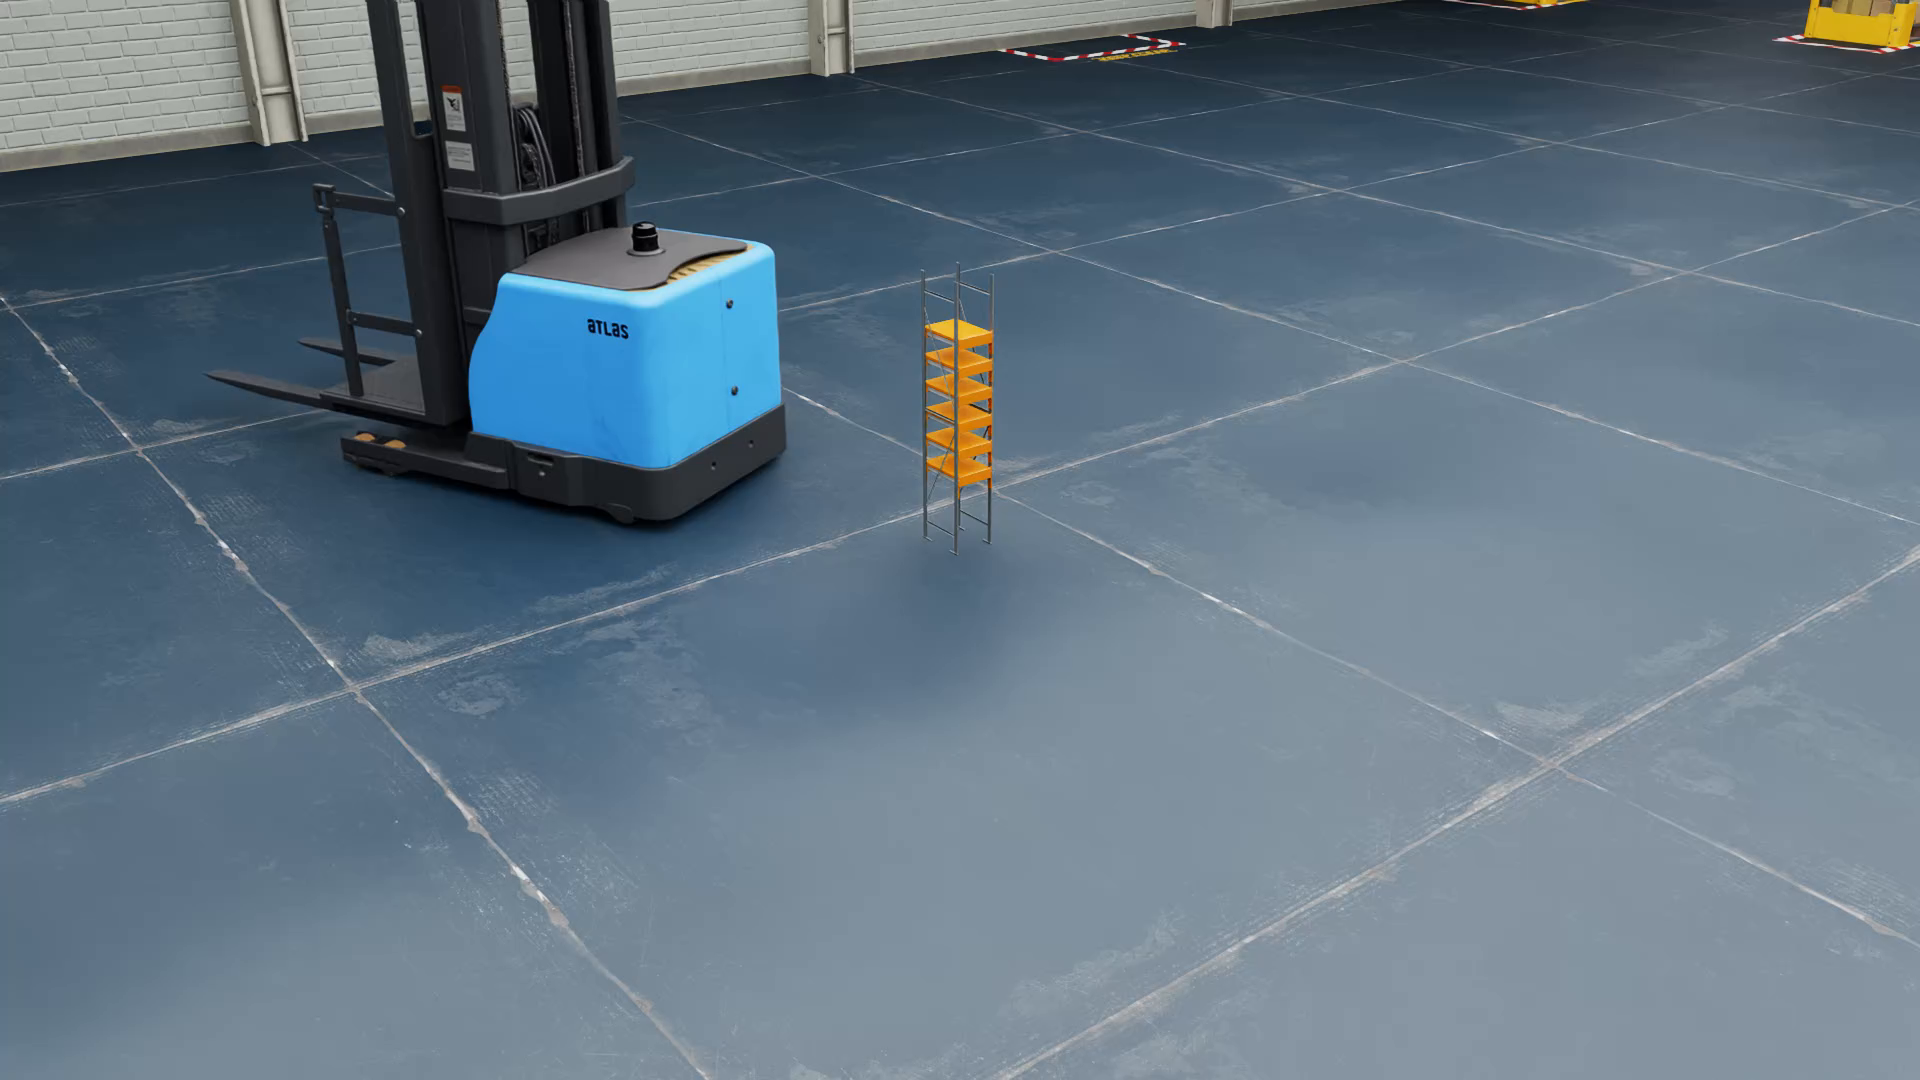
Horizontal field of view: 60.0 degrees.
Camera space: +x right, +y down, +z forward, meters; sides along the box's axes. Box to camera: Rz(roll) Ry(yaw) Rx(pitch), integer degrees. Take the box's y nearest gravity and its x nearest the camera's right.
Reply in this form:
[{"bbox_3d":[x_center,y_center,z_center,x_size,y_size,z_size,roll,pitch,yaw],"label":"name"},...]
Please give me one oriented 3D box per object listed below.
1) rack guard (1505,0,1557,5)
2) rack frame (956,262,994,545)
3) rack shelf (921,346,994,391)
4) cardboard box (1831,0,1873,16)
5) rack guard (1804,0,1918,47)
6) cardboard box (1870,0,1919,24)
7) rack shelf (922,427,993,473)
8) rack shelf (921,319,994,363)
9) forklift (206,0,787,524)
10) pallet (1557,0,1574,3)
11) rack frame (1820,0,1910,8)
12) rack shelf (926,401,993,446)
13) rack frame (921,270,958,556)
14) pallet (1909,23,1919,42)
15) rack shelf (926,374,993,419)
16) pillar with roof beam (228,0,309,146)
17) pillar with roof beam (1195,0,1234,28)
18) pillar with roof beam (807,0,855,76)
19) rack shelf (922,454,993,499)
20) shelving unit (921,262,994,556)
[{"bbox_3d":[8.074,-8.061,24.025,0.348,0.500,1.175,-18,31,-34],"label":"rack guard"},{"bbox_3d":[0.061,-0.564,7.041,0.006,1.200,0.240,-18,31,-34],"label":"rack frame"},{"bbox_3d":[-0.011,-0.718,6.907,0.180,0.103,0.258,-18,31,-34],"label":"rack shelf"},{"bbox_3d":[11.314,-6.715,20.924,0.500,0.250,0.500,-18,31,-34],"label":"cardboard box"},{"bbox_3d":[11.055,-6.395,20.435,0.348,0.500,1.175,-18,31,-34],"label":"rack guard"},{"bbox_3d":[11.633,-6.544,20.554,0.500,0.250,0.500,-18,31,-34],"label":"cardboard box"},{"bbox_3d":[-0.011,-0.391,7.059,0.180,0.103,0.258,-18,31,-34],"label":"rack shelf"},{"bbox_3d":[-0.011,-0.827,6.856,0.180,0.103,0.258,-18,31,-34],"label":"rack shelf"},{"bbox_3d":[-2.388,-1.819,7.687,3.031,2.935,1.130,12,28,24],"label":"forklift"},{"bbox_3d":[8.735,-8.129,24.515,1.213,0.211,1.003,-18,31,-34],"label":"pallet"},{"bbox_3d":[11.074,-7.535,19.922,0.127,3.000,1.000,-18,31,-34],"label":"rack frame"},{"bbox_3d":[-0.011,-0.500,7.008,0.180,0.103,0.258,-18,31,-34],"label":"rack shelf"},{"bbox_3d":[-0.083,-0.517,6.938,0.006,1.200,0.240,-18,31,-34],"label":"rack frame"},{"bbox_3d":[11.650,-6.483,20.967,1.213,0.211,1.003,-18,31,-34],"label":"pallet"},{"bbox_3d":[-0.011,-0.609,6.957,0.180,0.103,0.258,-18,31,-34],"label":"rack shelf"},{"bbox_3d":[-3.477,-6.263,10.054,0.400,9.000,9.100,-18,31,-34],"label":"pillar with roof beam"},{"bbox_3d":[5.966,-9.380,16.771,0.400,9.000,9.100,-18,31,-34],"label":"pillar with roof beam"},{"bbox_3d":[1.245,-7.821,13.413,0.400,9.000,9.100,-18,31,-34],"label":"pillar with roof beam"},{"bbox_3d":[-0.011,-0.282,7.109,0.180,0.103,0.258,-18,31,-34],"label":"rack shelf"},{"bbox_3d":[-0.011,-0.540,6.989,0.189,1.200,0.258,-18,31,-34],"label":"shelving unit"}]
